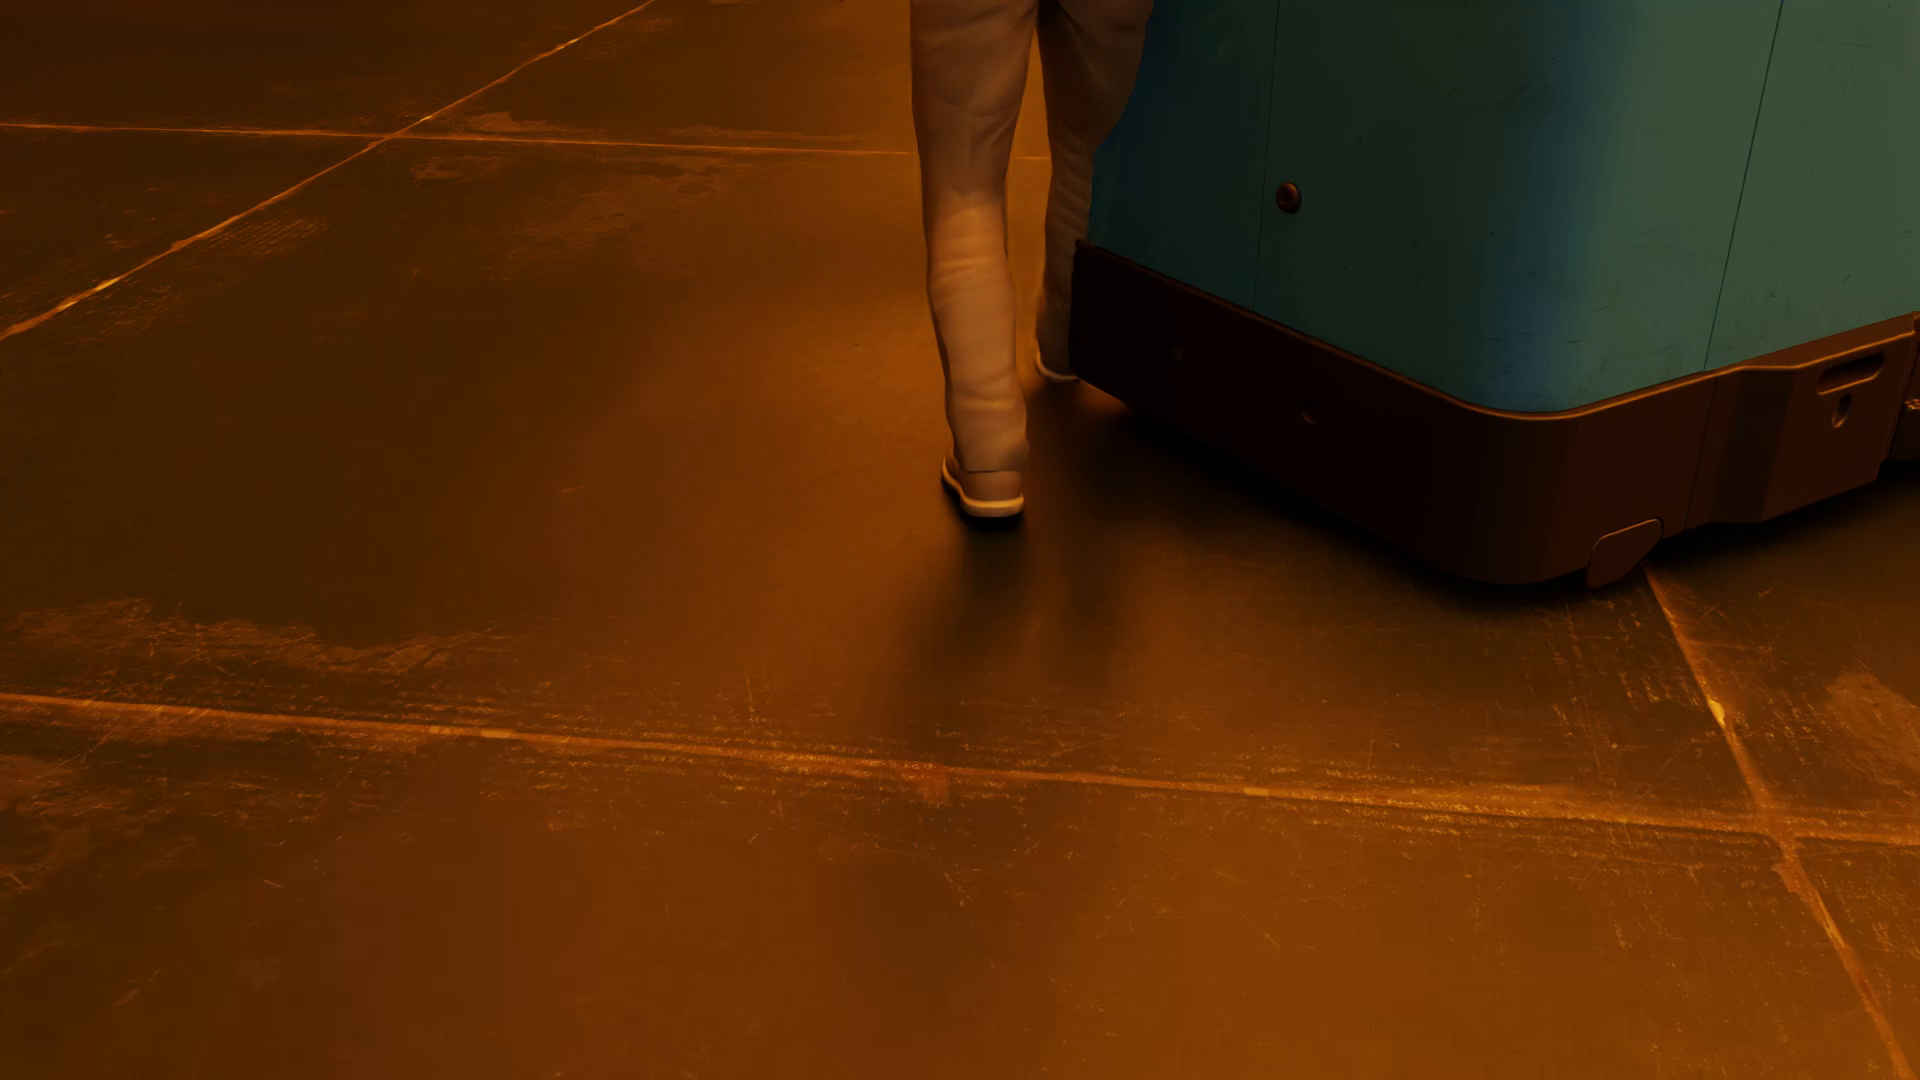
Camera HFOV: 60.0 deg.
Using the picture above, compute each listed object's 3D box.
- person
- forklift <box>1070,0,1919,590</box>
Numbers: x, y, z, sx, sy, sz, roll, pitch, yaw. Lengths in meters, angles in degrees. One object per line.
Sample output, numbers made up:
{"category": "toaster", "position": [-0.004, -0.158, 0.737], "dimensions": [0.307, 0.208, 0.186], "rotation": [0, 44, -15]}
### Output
{"category": "person", "position": [0.135, -0.926, 2.564], "dimensions": [0.594, 1.608, 0.853], "rotation": [-4, 27, -7]}
{"category": "forklift", "position": [1.721, -1.721, 2.666], "dimensions": [3.031, 2.935, 1.130], "rotation": [-15, 30, -28]}
